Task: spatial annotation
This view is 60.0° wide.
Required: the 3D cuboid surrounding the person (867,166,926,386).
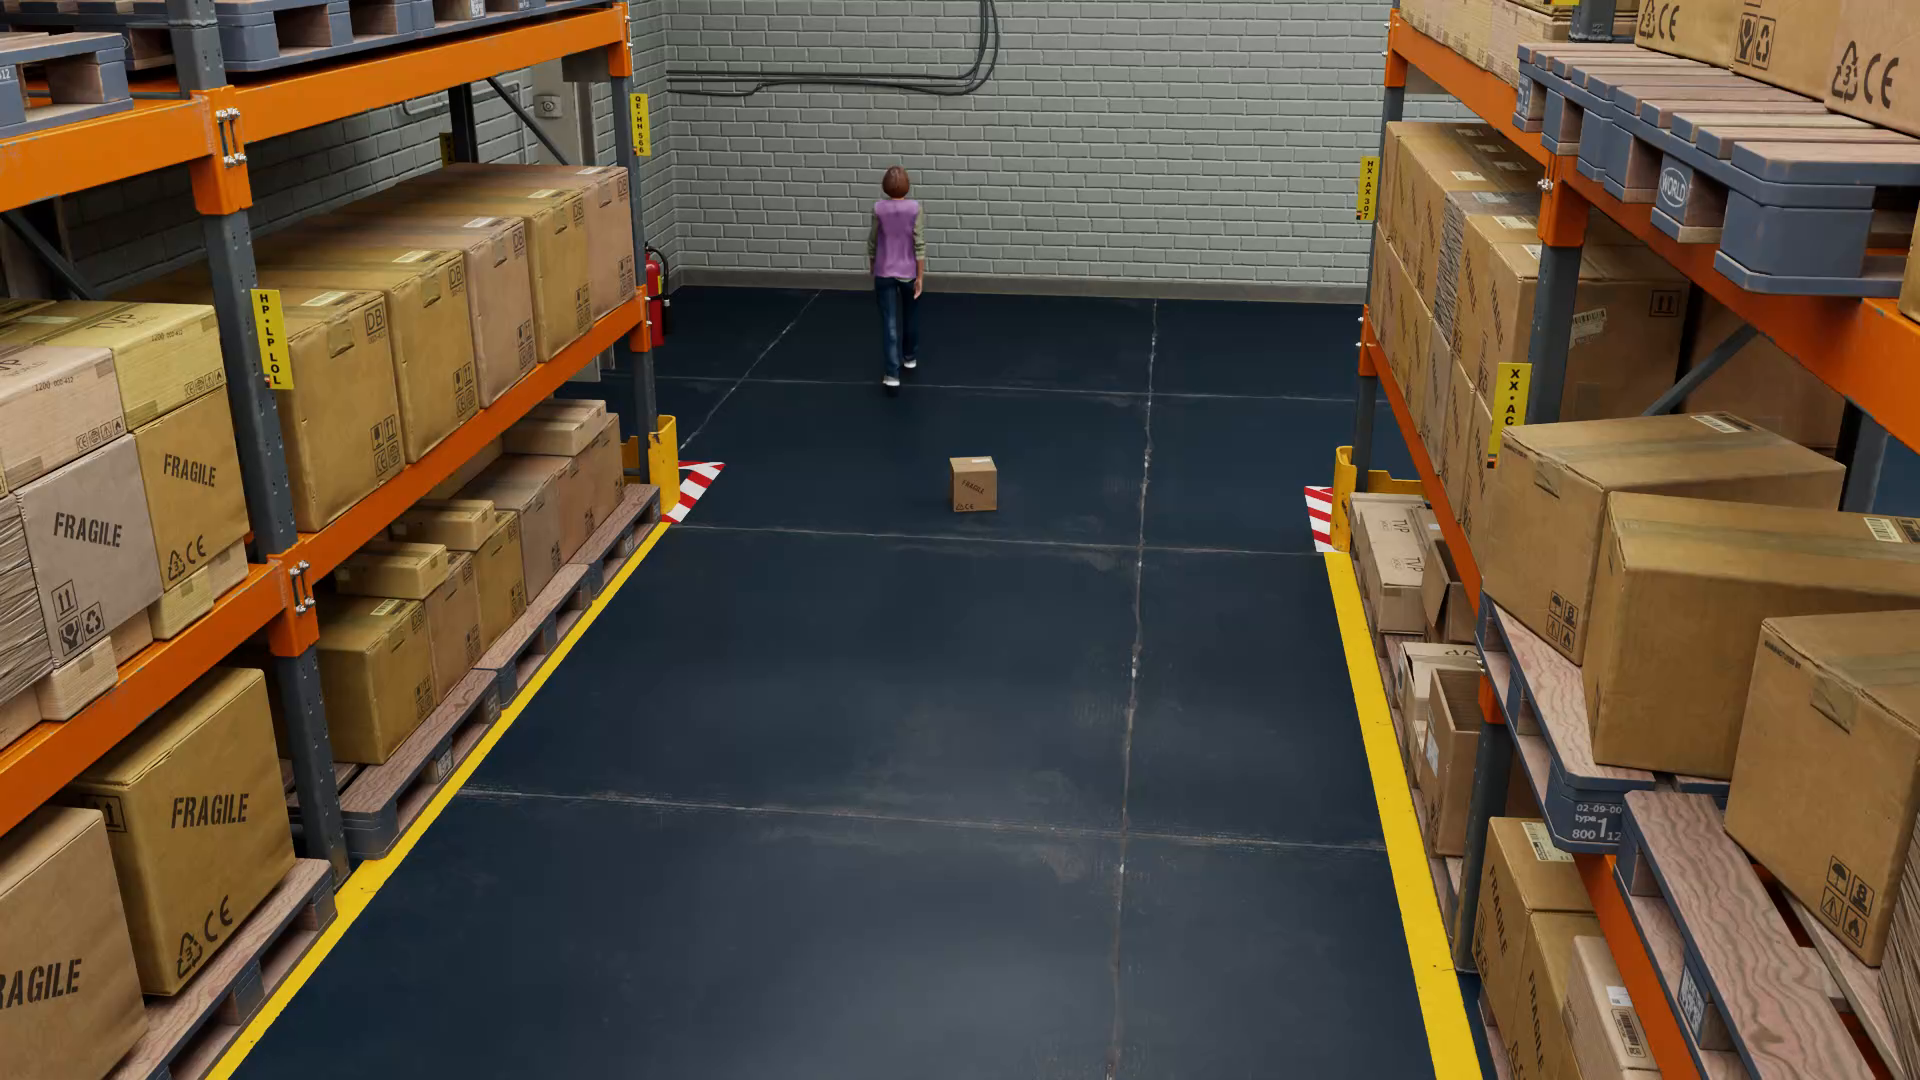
[{"bbox_3d":[-0.457,-1.929,11.976,0.417,1.534,0.934,-2,22,-4],"label":"person"}]
